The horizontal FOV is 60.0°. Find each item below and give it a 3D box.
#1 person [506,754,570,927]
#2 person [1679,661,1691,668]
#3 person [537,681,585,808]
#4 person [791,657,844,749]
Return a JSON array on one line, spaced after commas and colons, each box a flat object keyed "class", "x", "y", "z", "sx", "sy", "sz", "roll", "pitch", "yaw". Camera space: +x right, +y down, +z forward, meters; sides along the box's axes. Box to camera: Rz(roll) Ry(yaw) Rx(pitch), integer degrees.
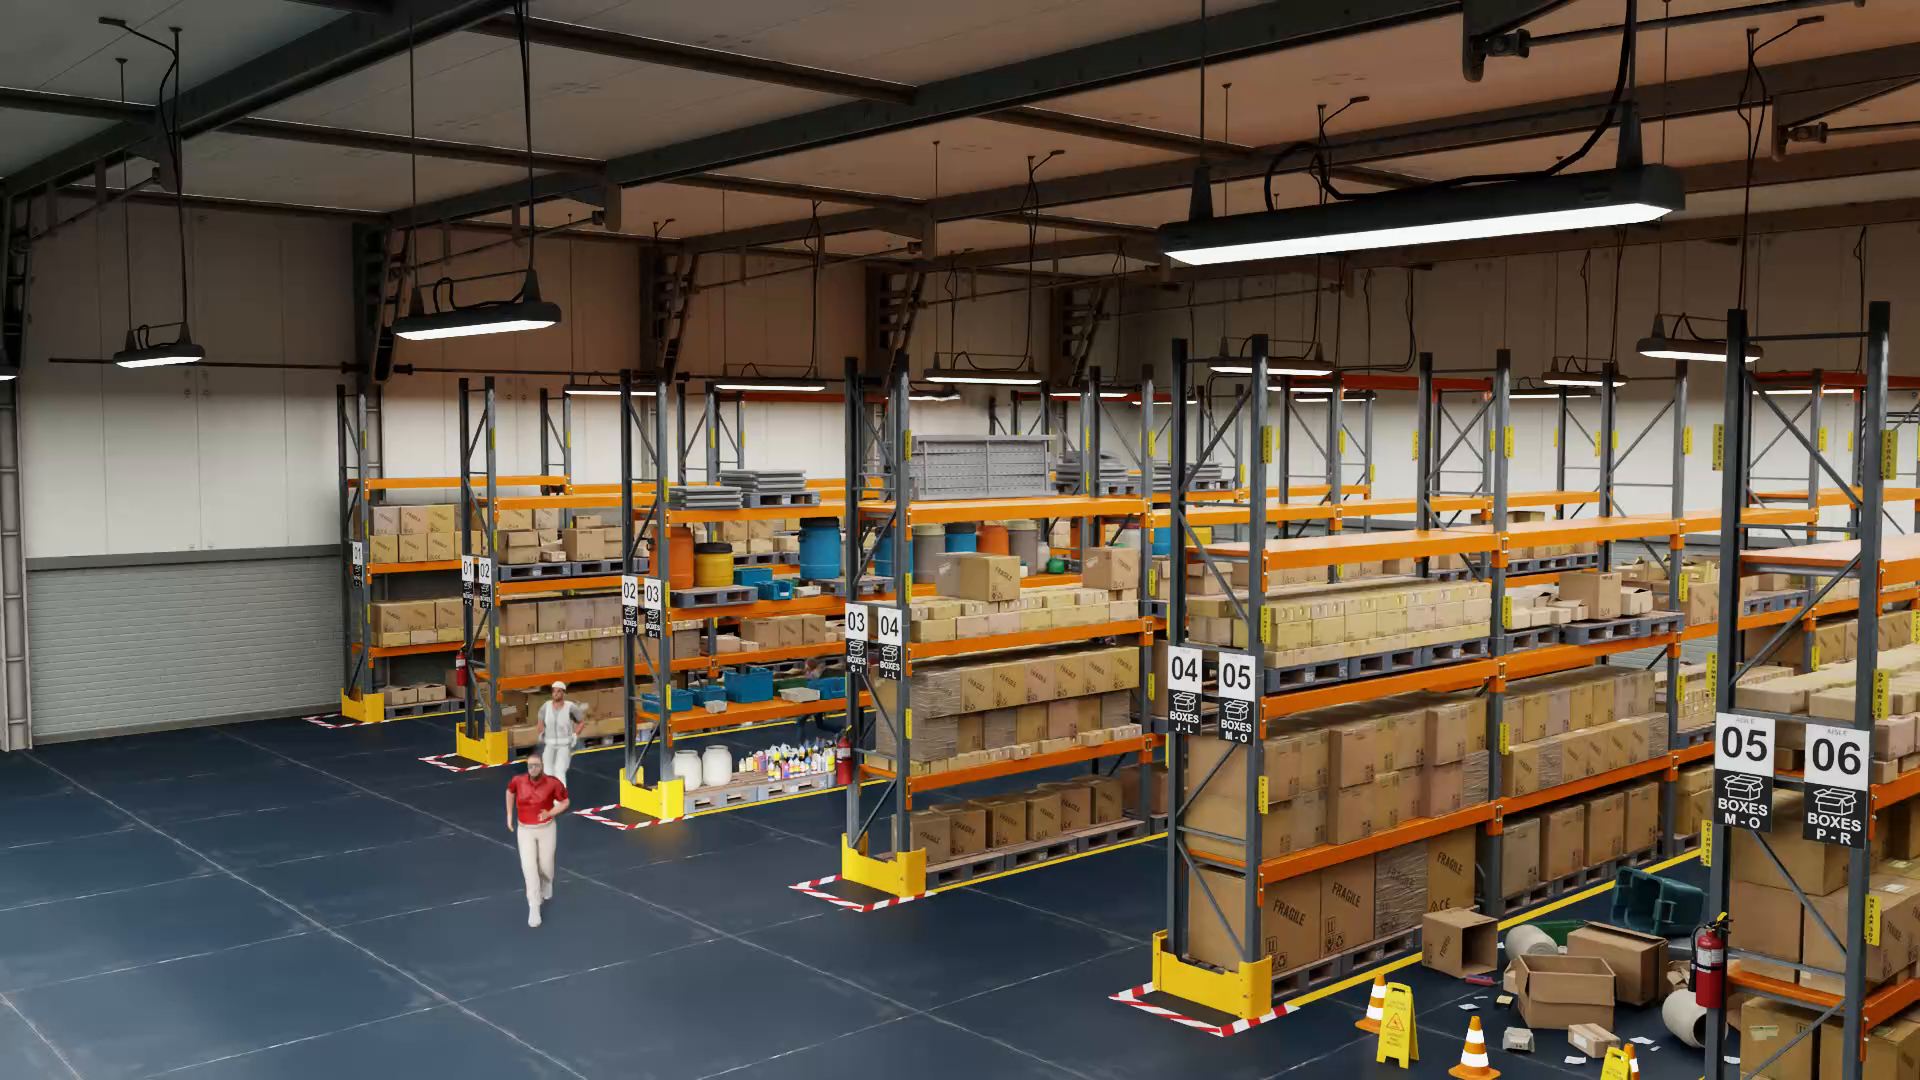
[{"class": "person", "x": -4.512, "y": 3.144, "z": 17.778, "sx": 0.686, "sy": 1.753, "sz": 0.987, "roll": 0, "pitch": 4, "yaw": -7}, {"class": "person", "x": 11.020, "y": 2.672, "z": 25.286, "sx": 0.846, "sy": 1.690, "sz": 0.595, "roll": -3, "pitch": 5, "yaw": -41}, {"class": "person", "x": -5.482, "y": 2.796, "z": 22.791, "sx": 0.646, "sy": 1.743, "sz": 0.645, "roll": 0, "pitch": 4, "yaw": 3}, {"class": "person", "x": -2.308, "y": 2.646, "z": 26.448, "sx": 1.022, "sy": 1.593, "sz": 0.507, "roll": -3, "pitch": 5, "yaw": -39}]
